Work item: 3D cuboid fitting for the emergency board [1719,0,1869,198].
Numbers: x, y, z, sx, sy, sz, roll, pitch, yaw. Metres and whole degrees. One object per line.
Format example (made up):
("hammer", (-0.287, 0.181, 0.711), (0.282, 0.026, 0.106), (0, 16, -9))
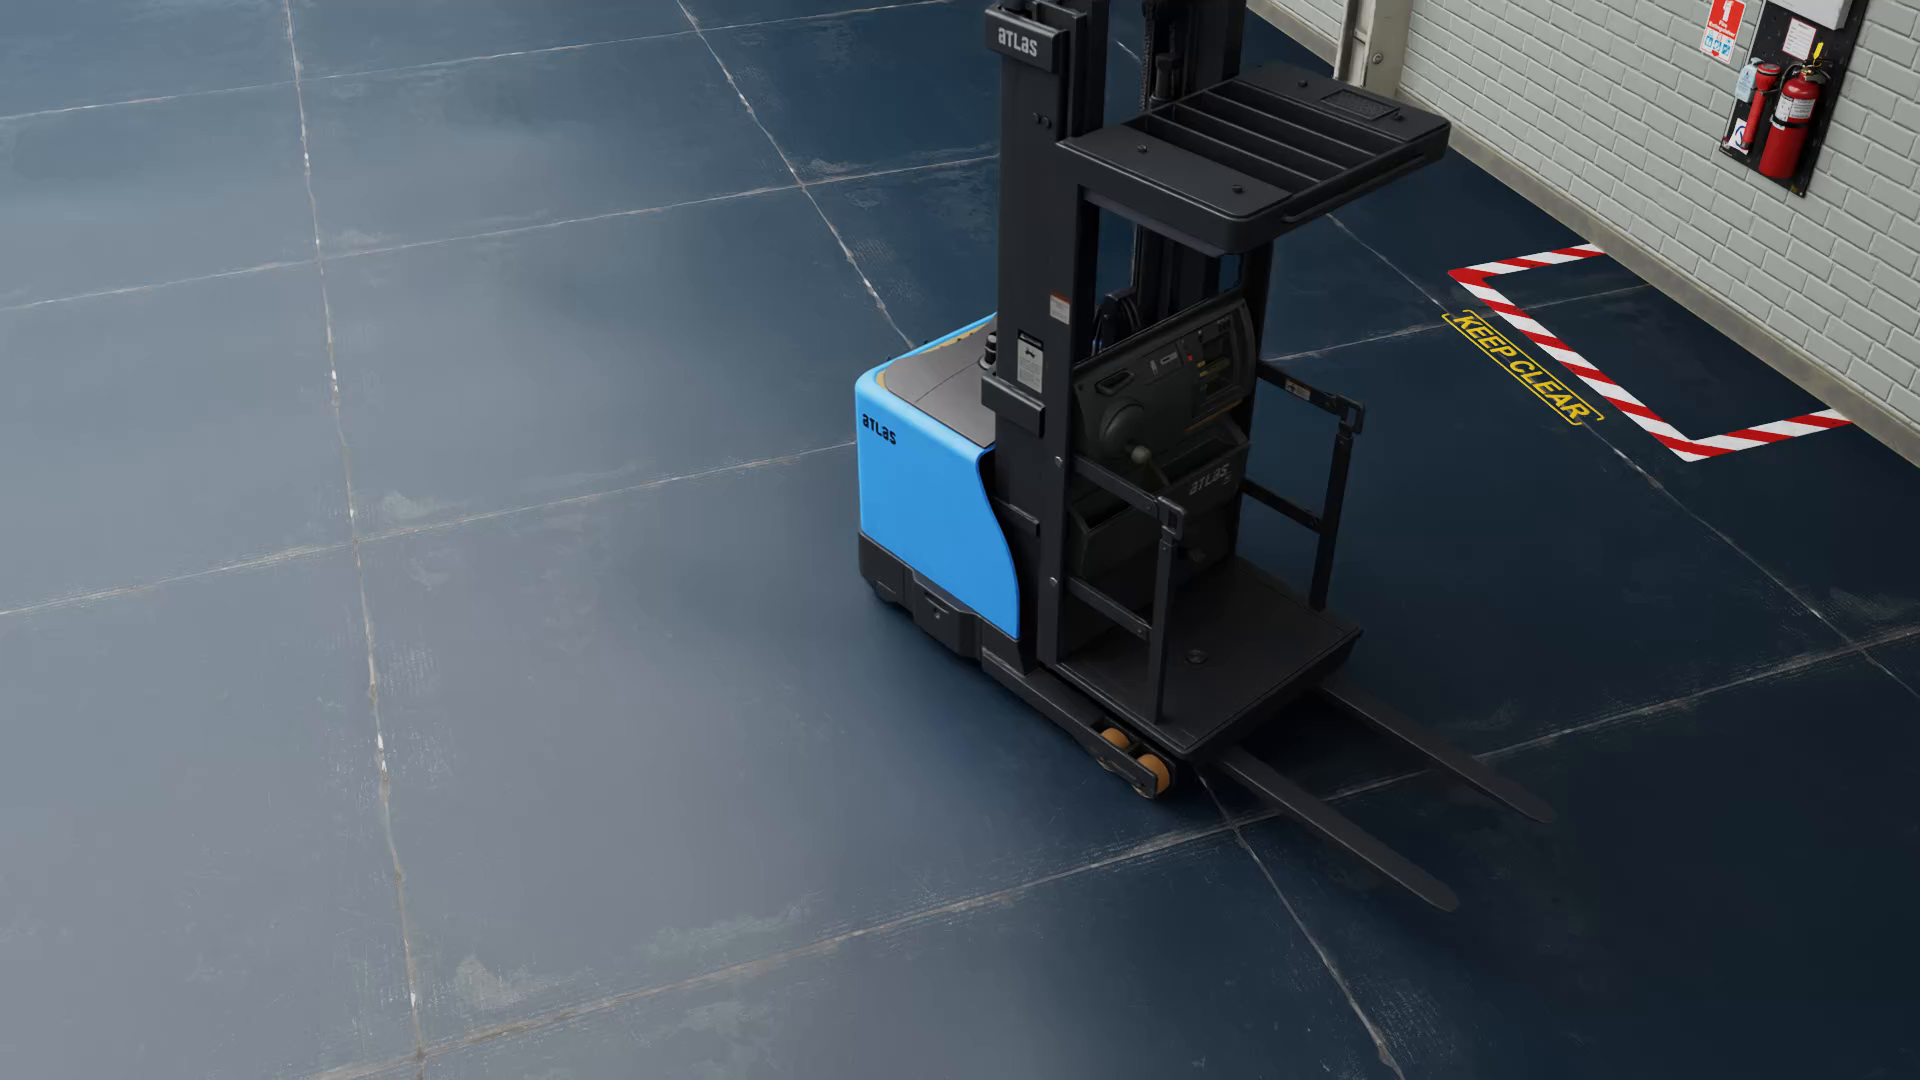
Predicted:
("emergency board", (4.153, -2.383, 8.420), (0.194, 1.169, 0.643), (-12, 39, -16))

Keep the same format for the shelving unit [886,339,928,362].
("shelving unit", (-0.166, -0.448, 7.597), (0.258, 0.900, 0.210), (-29, 46, -32))

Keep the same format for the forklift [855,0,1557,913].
("forklift", (0.910, -0.526, 6.012), (1.130, 2.935, 3.031), (-29, 46, -32))

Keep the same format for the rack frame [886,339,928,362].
("rack frame", (-0.234, -0.493, 7.657), (0.240, 0.900, 0.006), (-29, 46, -32))

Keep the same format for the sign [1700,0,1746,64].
("sign", (4.059, -2.731, 8.852), (0.001, 0.329, 0.234), (-12, 39, -16))

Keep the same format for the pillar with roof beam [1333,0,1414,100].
("pillar with roof beam", (-1.140, -5.873, 8.068), (9.100, 9.000, 0.400), (-12, 39, -16))

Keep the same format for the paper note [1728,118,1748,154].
("paper note", (4.157, -2.145, 8.837), (0.016, 0.148, 0.142), (-12, 39, -16))
